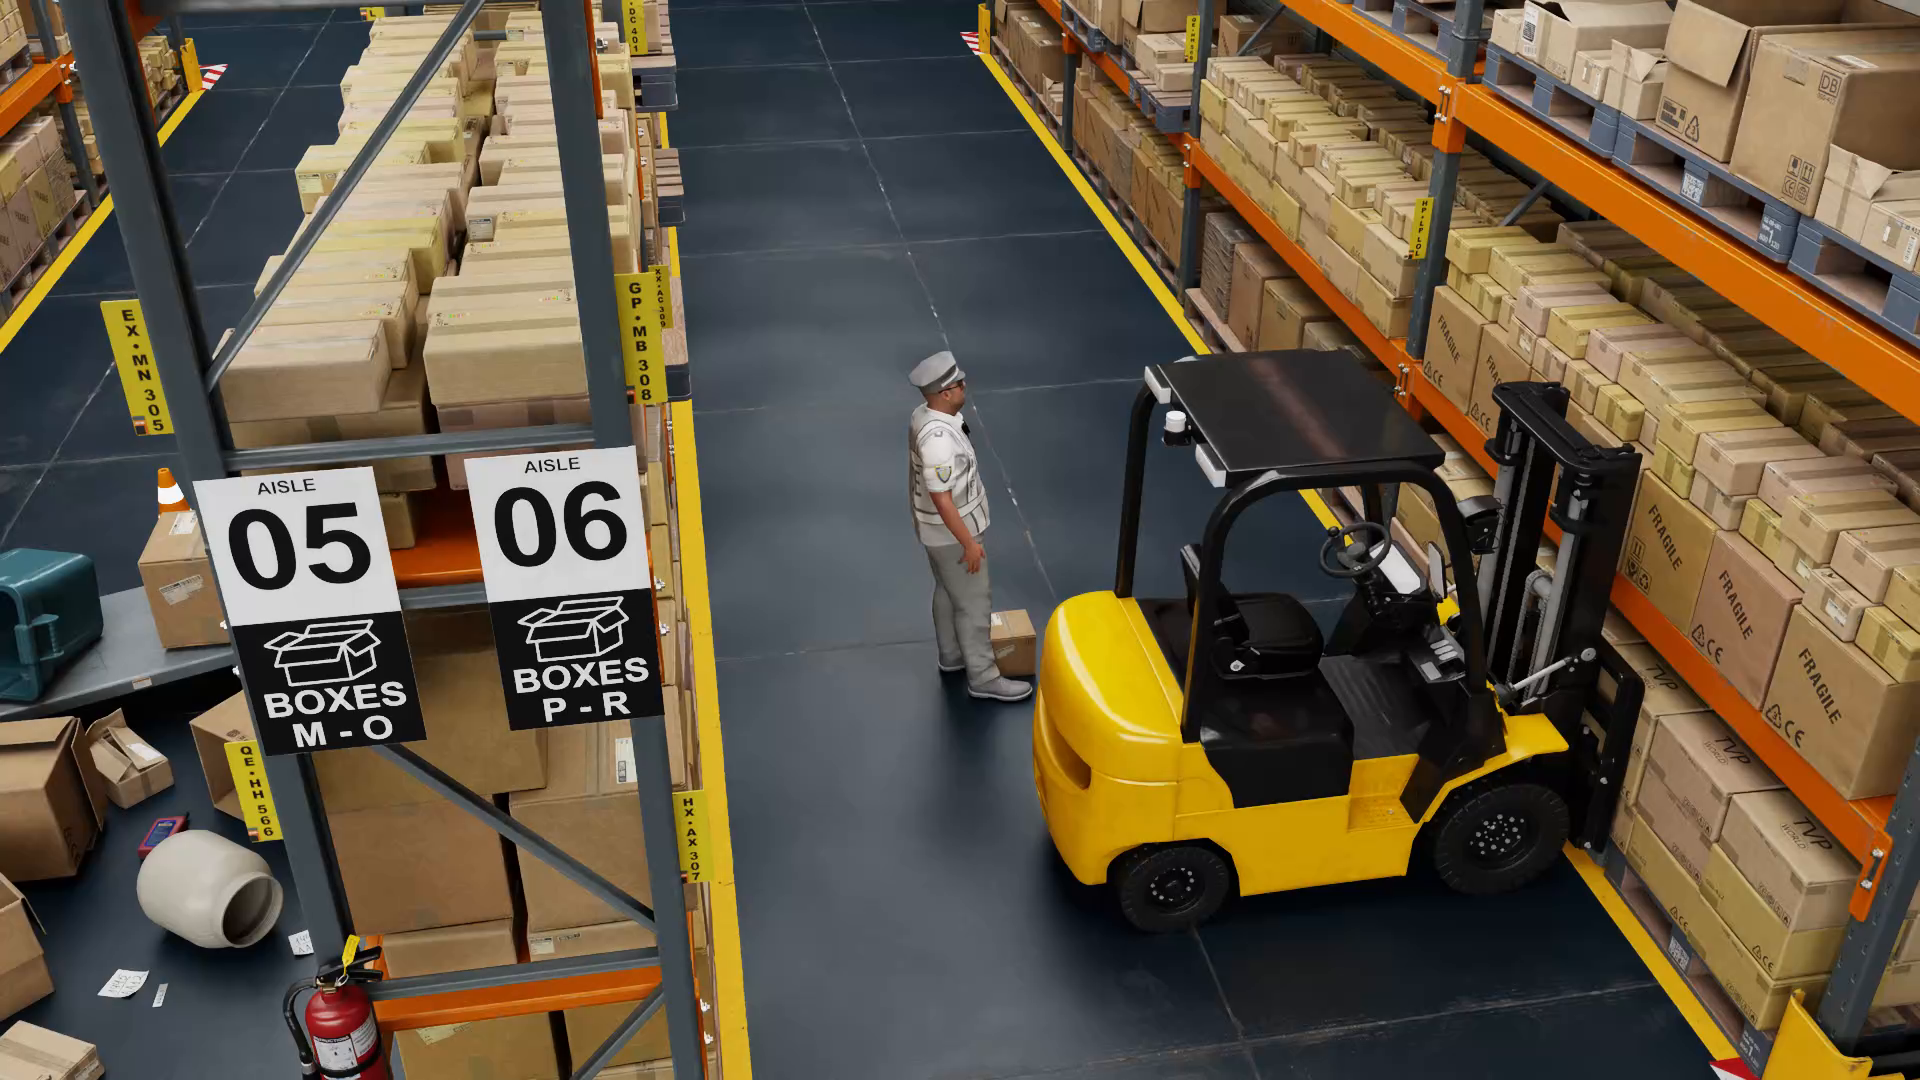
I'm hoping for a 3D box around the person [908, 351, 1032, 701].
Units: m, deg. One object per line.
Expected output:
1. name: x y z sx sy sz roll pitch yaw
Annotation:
1. person: 0.040 -0.086 8.234 0.575 1.779 0.640 -5 31 -9
